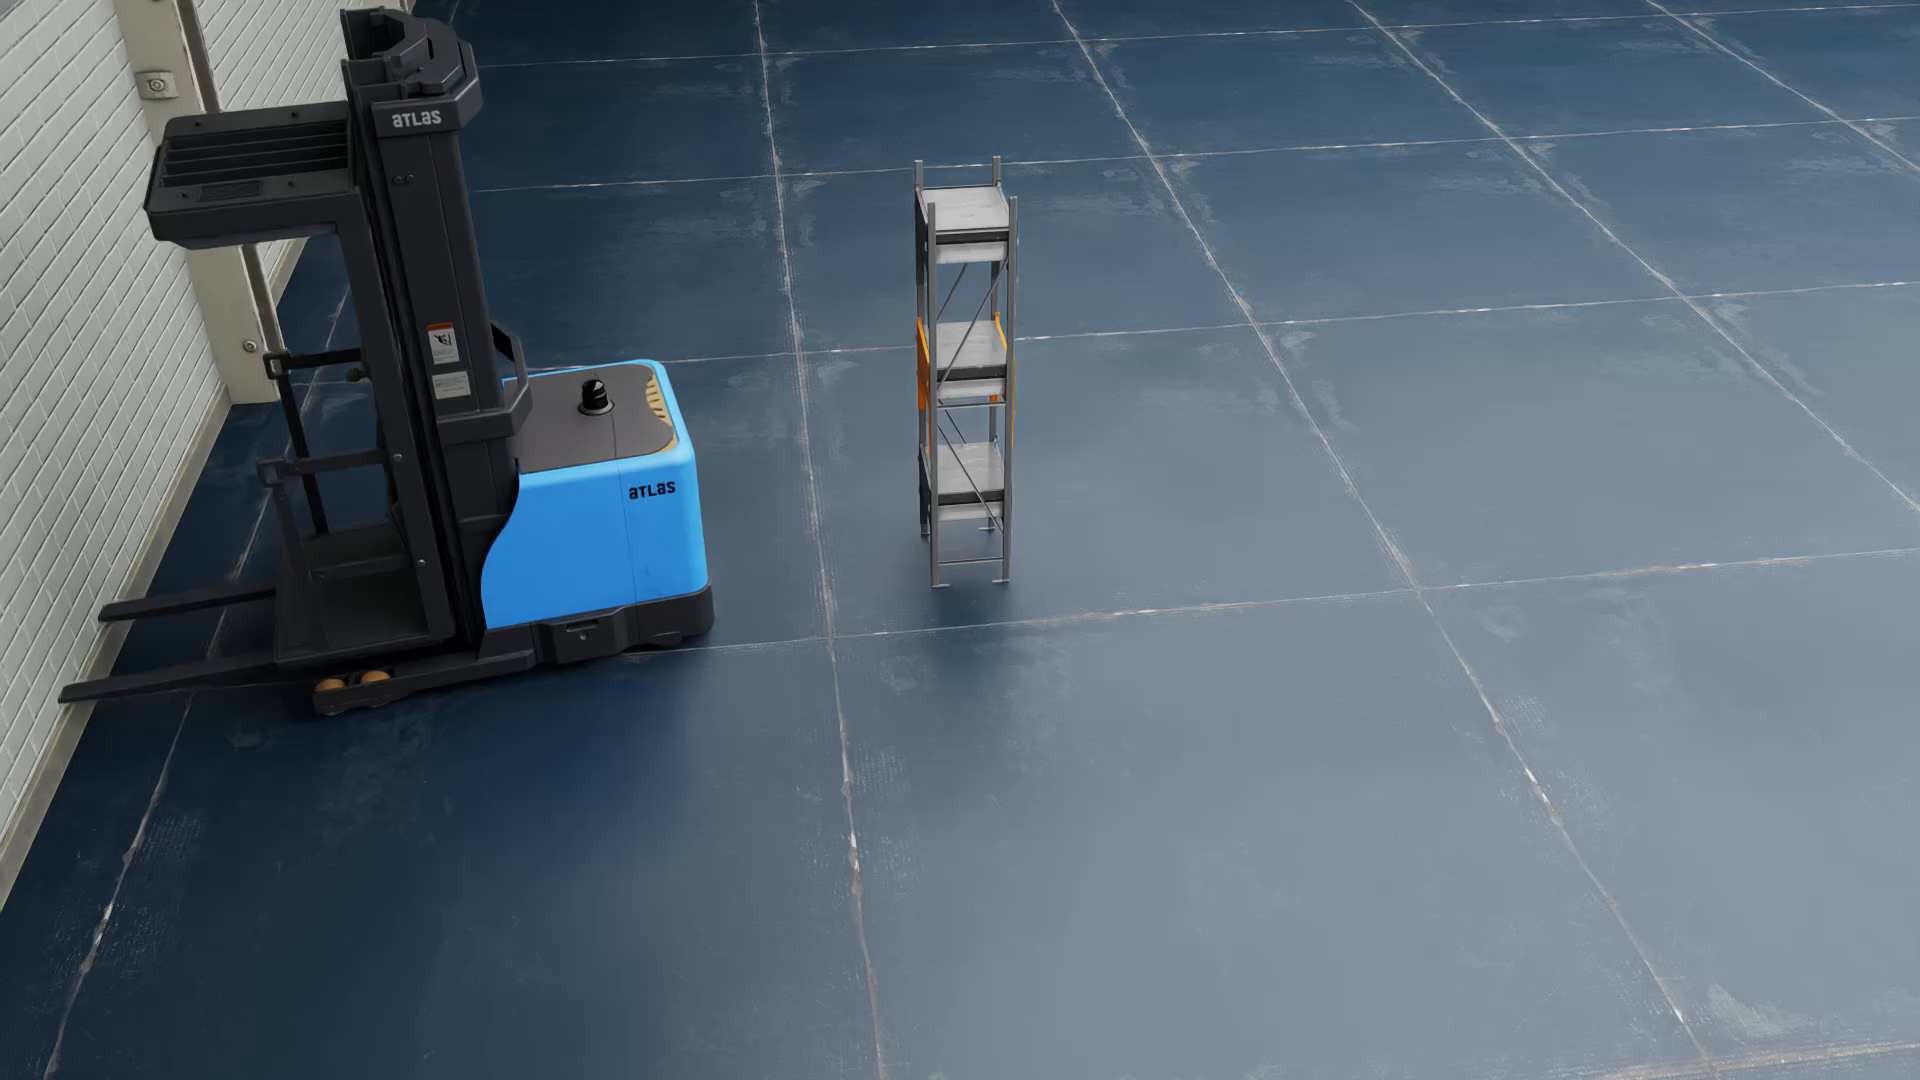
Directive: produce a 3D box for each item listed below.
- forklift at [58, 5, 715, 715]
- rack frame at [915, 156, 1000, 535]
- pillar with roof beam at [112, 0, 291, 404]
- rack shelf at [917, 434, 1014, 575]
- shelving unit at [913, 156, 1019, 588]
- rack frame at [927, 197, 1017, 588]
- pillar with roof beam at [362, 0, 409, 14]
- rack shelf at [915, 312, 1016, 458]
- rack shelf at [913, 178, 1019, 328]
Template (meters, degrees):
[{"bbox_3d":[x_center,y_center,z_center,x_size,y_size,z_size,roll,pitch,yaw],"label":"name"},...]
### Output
[{"bbox_3d":[-2.780,-0.736,7.356,3.031,2.935,1.130,-10,36,-14],"label":"forklift"},{"bbox_3d":[-0.011,-0.911,8.352,0.400,2.100,0.015,-4,35,-6],"label":"rack frame"},{"bbox_3d":[-0.059,-4.987,8.206,9.100,9.000,0.400,-4,35,-6],"label":"pillar with roof beam"},{"bbox_3d":[0.022,-0.186,8.554,0.431,0.518,0.480,-4,35,-6],"label":"rack shelf"},{"bbox_3d":[0.022,-0.775,8.152,0.431,2.100,0.503,-4,35,-6],"label":"shelving unit"},{"bbox_3d":[0.055,-0.639,7.952,0.400,2.100,0.015,-4,35,-6],"label":"rack frame"},{"bbox_3d":[-0.866,-8.335,13.119,9.100,9.000,0.400,-4,35,-6],"label":"pillar with roof beam"},{"bbox_3d":[0.022,-0.764,8.159,0.431,0.518,0.480,-4,35,-6],"label":"rack shelf"},{"bbox_3d":[0.022,-1.342,7.765,0.431,0.518,0.480,-4,35,-6],"label":"rack shelf"}]
